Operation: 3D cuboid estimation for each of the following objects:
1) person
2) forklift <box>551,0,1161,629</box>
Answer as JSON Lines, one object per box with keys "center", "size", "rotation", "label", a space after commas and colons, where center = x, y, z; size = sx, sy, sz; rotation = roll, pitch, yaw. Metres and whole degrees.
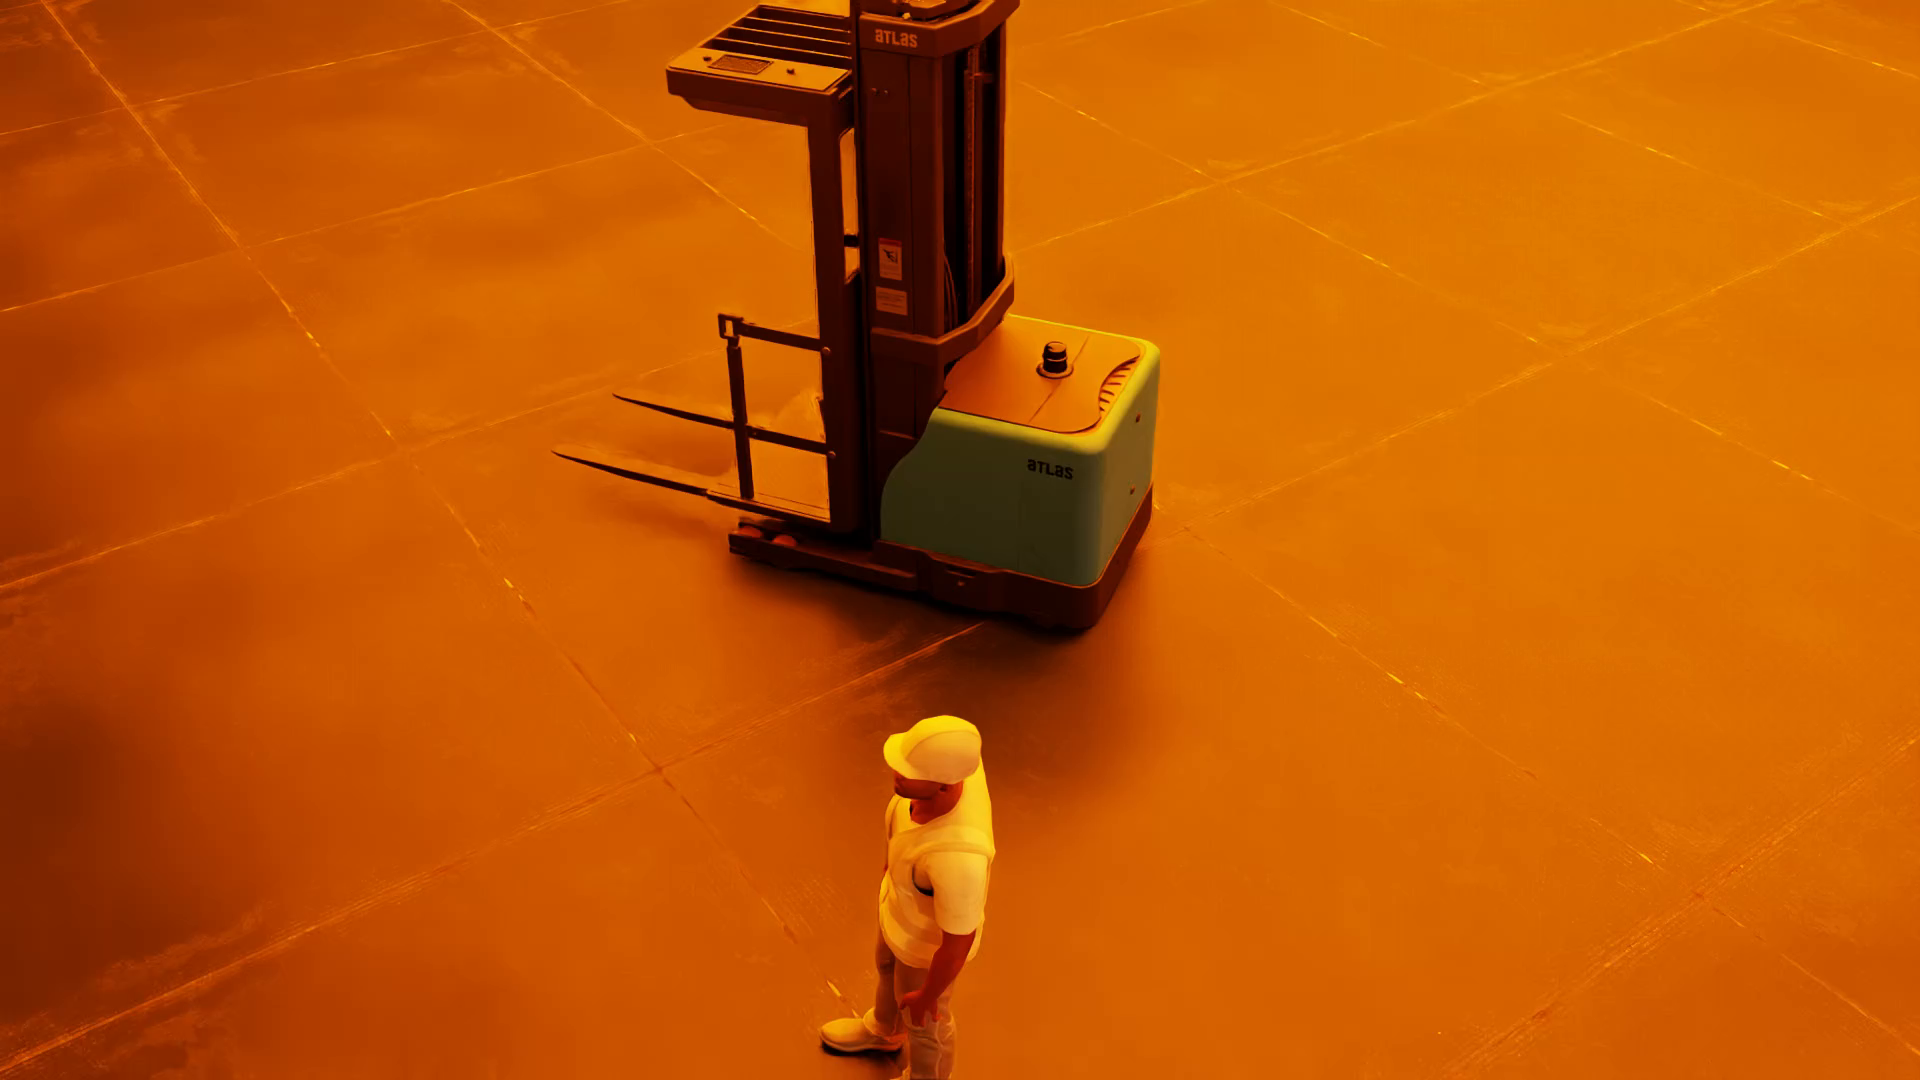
{"center": [-0.185, 1.211, 5.276], "size": [0.578, 1.767, 0.671], "rotation": [-5, 37, -6], "label": "person"}
{"center": [-0.605, -1.315, 7.723], "size": [3.031, 2.935, 1.130], "rotation": [13, 39, 17], "label": "forklift"}
